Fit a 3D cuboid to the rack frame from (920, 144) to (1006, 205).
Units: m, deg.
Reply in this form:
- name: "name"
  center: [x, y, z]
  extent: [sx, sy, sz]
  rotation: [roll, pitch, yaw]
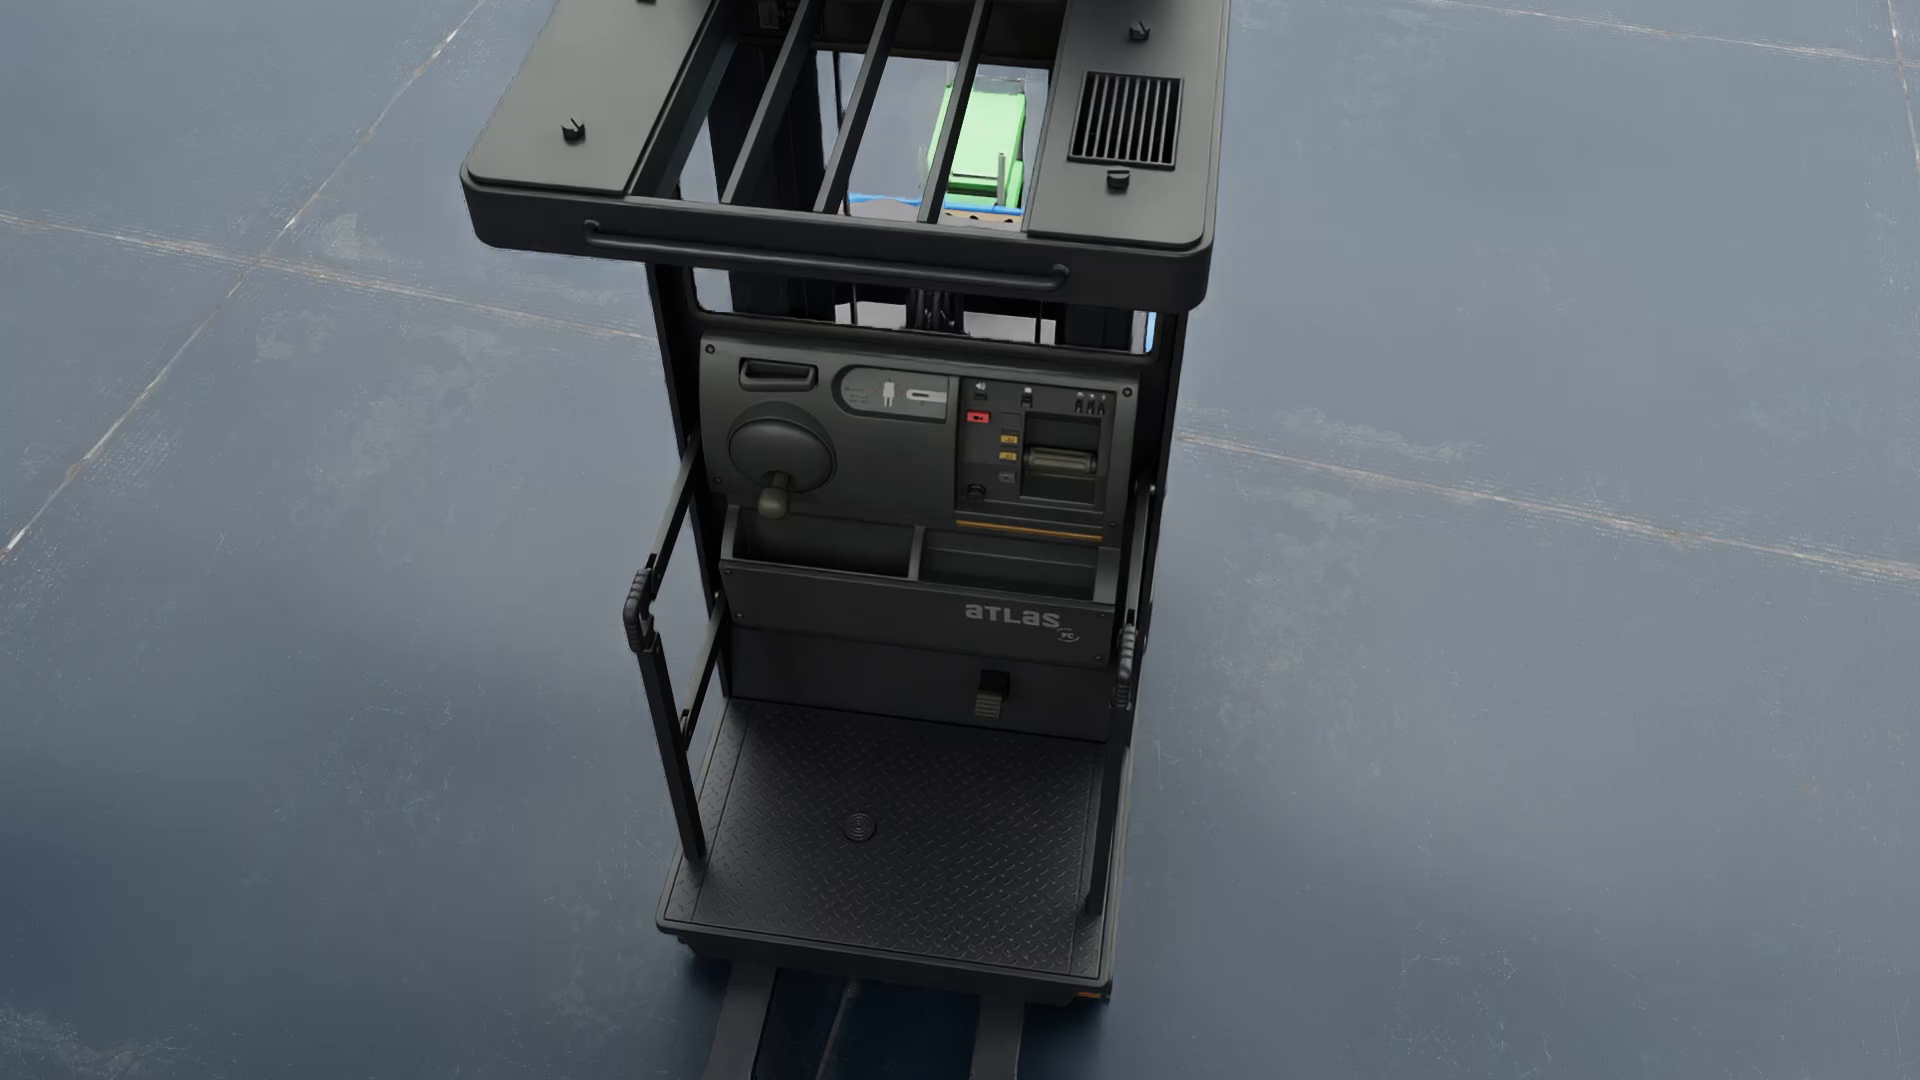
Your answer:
- name: "rack frame"
  center: [0.008, -0.685, 5.054]
  extent: [0.240, 1.200, 0.015]
  rotation: [6, 49, 6]

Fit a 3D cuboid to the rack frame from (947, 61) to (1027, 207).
- name: "rack frame"
  center: [0.081, -1.047, 5.373]
  extent: [0.240, 1.200, 0.015]
  rotation: [6, 49, 6]

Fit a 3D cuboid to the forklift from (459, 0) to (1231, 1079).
- name: "forklift"
  center: [-0.124, -0.108, 3.390]
  extent: [1.130, 2.935, 3.031]
  rotation: [6, 49, 6]

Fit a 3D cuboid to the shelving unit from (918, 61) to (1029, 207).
- name: "shelving unit"
  center: [0.045, -0.866, 5.214]
  extent: [0.258, 1.200, 0.503]
  rotation: [6, 49, 6]

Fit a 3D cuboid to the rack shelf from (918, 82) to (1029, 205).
- name: "rack shelf"
  center: [0.045, -1.141, 4.902]
  extent: [0.258, 0.148, 0.480]
  rotation: [6, 49, 6]

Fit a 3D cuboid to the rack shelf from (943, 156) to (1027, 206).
- name: "rack shelf"
  center: [0.045, -0.982, 5.082]
  extent: [0.258, 0.148, 0.480]
  rotation: [6, 49, 6]
